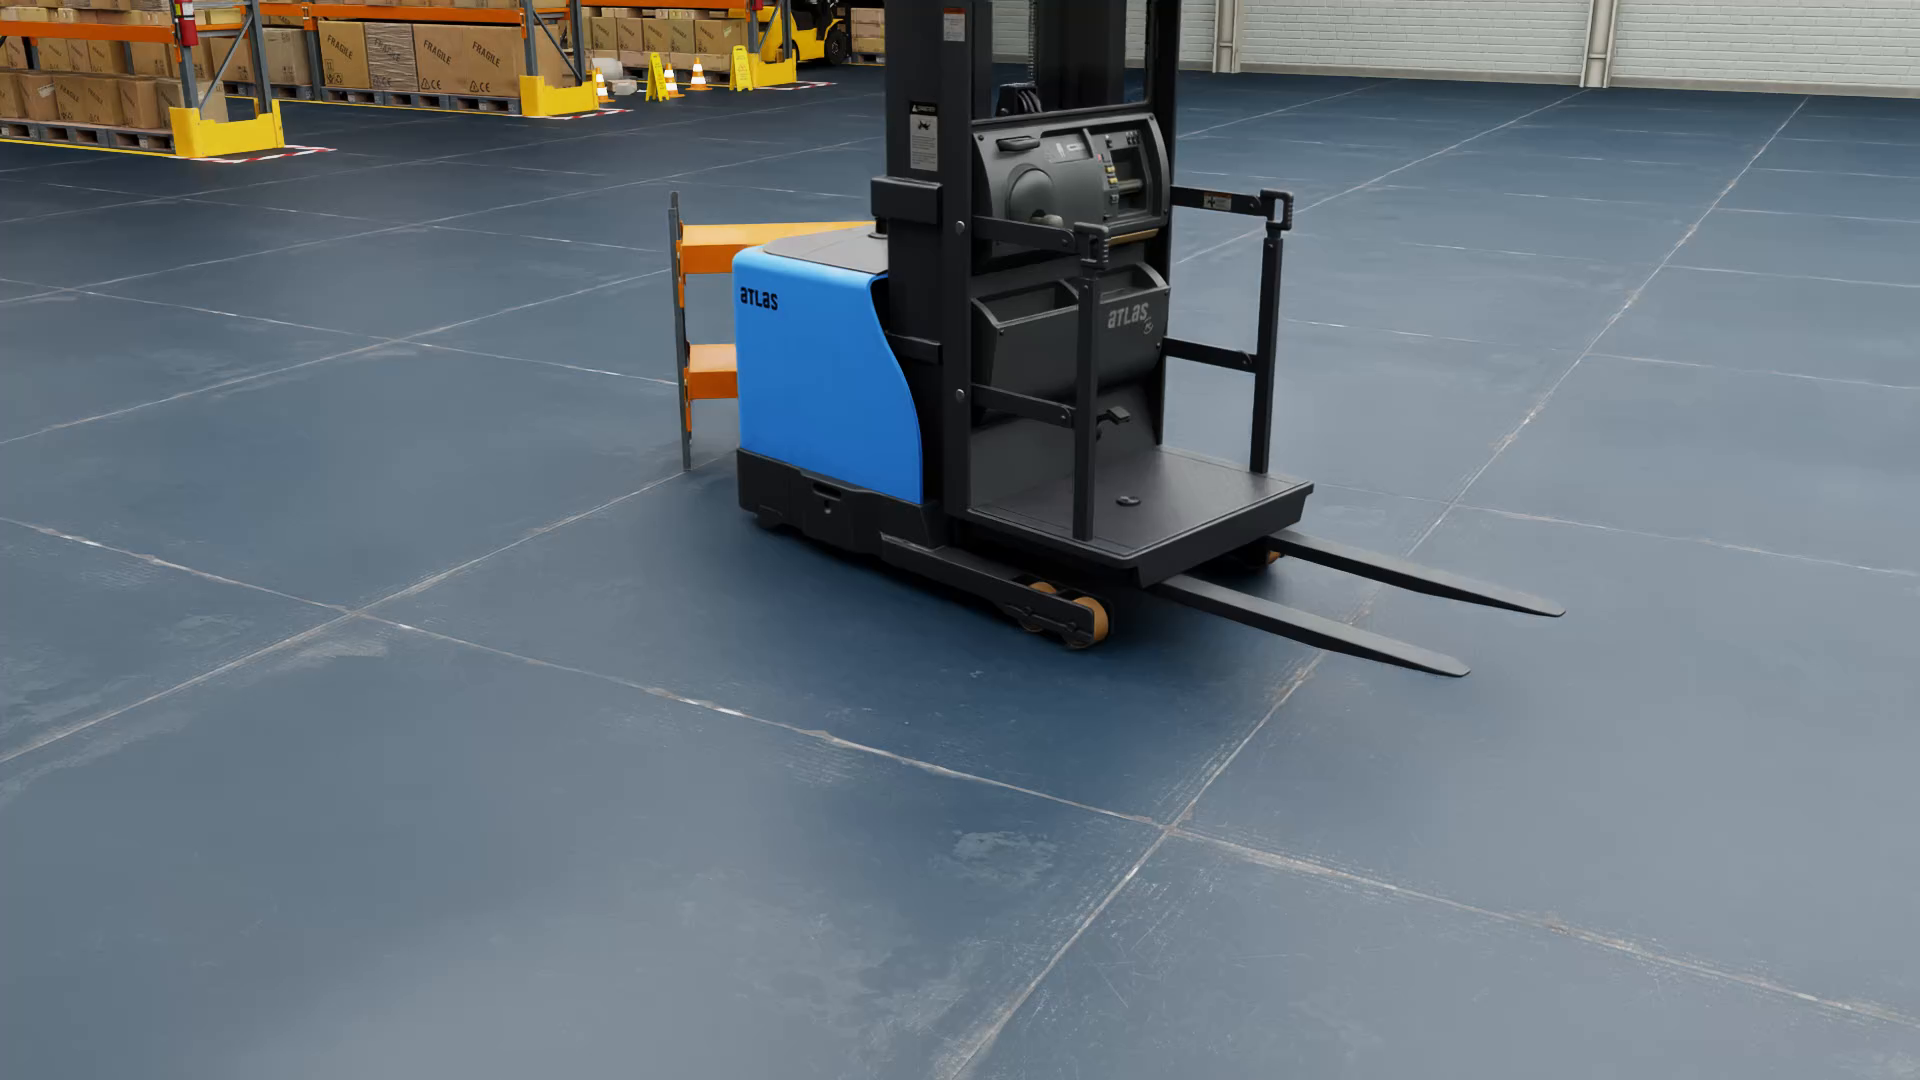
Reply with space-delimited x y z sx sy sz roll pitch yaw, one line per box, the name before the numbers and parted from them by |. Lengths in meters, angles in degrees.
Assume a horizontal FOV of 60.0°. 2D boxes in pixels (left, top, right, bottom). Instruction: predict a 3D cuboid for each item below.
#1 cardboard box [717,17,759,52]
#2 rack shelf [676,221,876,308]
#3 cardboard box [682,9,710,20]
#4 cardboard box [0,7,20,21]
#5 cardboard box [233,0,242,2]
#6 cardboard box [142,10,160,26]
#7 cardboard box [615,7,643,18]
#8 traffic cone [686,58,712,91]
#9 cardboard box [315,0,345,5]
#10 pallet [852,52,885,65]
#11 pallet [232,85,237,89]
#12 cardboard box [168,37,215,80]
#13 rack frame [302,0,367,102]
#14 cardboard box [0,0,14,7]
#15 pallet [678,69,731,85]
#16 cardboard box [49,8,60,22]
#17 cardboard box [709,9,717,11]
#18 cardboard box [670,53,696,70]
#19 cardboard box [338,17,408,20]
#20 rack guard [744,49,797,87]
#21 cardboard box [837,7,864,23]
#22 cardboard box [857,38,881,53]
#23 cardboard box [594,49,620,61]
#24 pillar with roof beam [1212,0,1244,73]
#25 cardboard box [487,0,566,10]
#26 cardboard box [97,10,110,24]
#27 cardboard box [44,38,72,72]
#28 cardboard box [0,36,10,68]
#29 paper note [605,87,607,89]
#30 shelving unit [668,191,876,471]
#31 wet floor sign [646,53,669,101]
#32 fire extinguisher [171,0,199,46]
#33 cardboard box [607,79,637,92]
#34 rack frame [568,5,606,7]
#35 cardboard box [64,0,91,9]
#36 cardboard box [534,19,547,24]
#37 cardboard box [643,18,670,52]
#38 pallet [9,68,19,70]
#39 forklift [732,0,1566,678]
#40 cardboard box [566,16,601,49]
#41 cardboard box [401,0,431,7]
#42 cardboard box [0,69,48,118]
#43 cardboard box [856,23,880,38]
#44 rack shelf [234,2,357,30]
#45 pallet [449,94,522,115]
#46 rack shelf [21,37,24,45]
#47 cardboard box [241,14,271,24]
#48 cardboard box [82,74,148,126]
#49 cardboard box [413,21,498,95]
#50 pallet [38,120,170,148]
cardboard box | -3.532 -8.011 26.368 0.500 0.500 0.500 10 22 26
rack shelf | -0.711 -1.210 7.194 1.000 0.278 0.538 -3 20 -8
cardboard box | -4.121 -8.193 25.917 0.250 0.149 0.380 12 23 29
cardboard box | -10.361 -5.834 18.417 0.250 0.149 0.380 11 23 27
cardboard box | -10.228 -7.931 23.683 0.500 0.500 0.500 11 23 28
cardboard box | -8.342 -5.493 17.478 0.250 0.149 0.380 11 23 27
cardboard box | -5.284 -8.415 26.531 0.250 0.149 0.380 12 23 30
traffic cone | -3.946 -7.029 25.063 0.334 0.463 0.336 11 23 27
cardboard box | -8.431 -7.721 23.032 0.550 0.550 0.875 11 23 27
pallet | -1.212 -8.816 30.359 1.213 0.211 1.003 11 23 27
pallet | -11.600 -6.909 25.103 1.213 0.211 1.003 11 23 27
cardboard box | -10.999 -7.241 24.612 0.750 0.750 1.050 11 23 28
rack frame | -8.759 -7.708 23.217 0.127 3.000 1.000 11 23 27
cardboard box | -10.485 -6.249 18.609 0.500 0.500 0.875 11 23 27
pallet | -3.700 -7.381 26.403 1.213 0.211 1.003 11 23 27
cardboard box | -9.669 -5.732 18.136 0.250 0.149 0.380 11 23 27
cardboard box | -5.151 -9.973 32.326 0.625 0.625 0.875 11 22 27
cardboard box | -4.227 -7.581 26.283 0.500 0.250 0.500 11 23 27
cardboard box | -10.488 -9.202 29.835 0.875 0.875 0.875 11 22 27
rack guard | -3.008 -7.371 25.953 0.348 0.500 1.175 11 23 27
cardboard box | -1.972 -9.535 30.201 0.500 0.250 0.500 11 23 28
cardboard box | -1.518 -8.986 30.156 0.500 0.250 0.500 11 23 27
cardboard box | -5.579 -7.840 26.995 0.500 0.250 0.500 12 23 30
pillar with roof beam | 2.446 -10.937 23.319 0.400 9.000 9.100 11 23 27
cardboard box | -5.613 -7.162 21.490 0.550 0.550 0.875 11 23 27
cardboard box | -8.994 -5.619 17.826 0.250 0.149 0.380 11 23 27
cardboard box | -13.875 -7.598 25.963 0.500 0.500 0.500 10 22 25
cardboard box | -15.228 -7.859 26.683 0.500 0.500 0.500 12 23 29
paper note | -5.406 -6.883 25.312 0.148 0.019 0.142 -16 26 -38
shelving unit | -0.711 -0.935 7.294 1.048 1.125 0.538 -3 20 -8
wet floor sign | -4.276 -6.521 23.396 0.232 0.644 0.267 7 21 18
fire extinguisher | -7.899 -5.391 16.941 0.183 0.674 0.296 11 23 27
cardboard box | -5.070 -6.810 24.921 0.380 0.149 0.250 -11 23 -29
rack frame | -7.508 -11.342 33.235 0.127 3.000 1.000 11 23 27
cardboard box | -9.152 -6.013 17.961 0.500 0.500 0.875 11 23 27
cardboard box | -8.414 -10.457 33.845 0.500 0.500 0.500 10 22 26
cardboard box | -4.663 -8.018 26.388 0.500 0.500 0.500 10 22 26
pallet | -15.063 -7.599 27.004 1.213 0.211 1.003 11 23 27
forklift | 0.542 -1.226 5.446 3.031 2.935 1.130 18 27 41
cardboard box | -6.050 -8.278 27.103 0.500 0.500 0.500 12 23 30
cardboard box | -7.015 -7.453 22.293 0.500 0.550 0.875 11 23 27
cardboard box | -10.937 -5.193 19.331 0.500 0.500 0.500 10 22 26
cardboard box | -1.534 -9.226 30.084 0.500 0.250 0.500 11 22 27
rack shelf | -10.505 -7.703 24.256 4.000 0.370 1.077 11 23 27
pallet | -6.004 -5.842 22.161 1.213 0.211 1.003 11 23 27
rack shelf | -13.013 -6.243 20.232 4.000 0.370 1.077 11 23 27
cardboard box | -12.837 -9.649 31.065 0.875 0.875 0.875 12 23 29
cardboard box | -9.387 -4.914 18.562 0.500 0.500 0.500 13 24 32
cardboard box | -6.661 -6.481 22.332 0.875 0.875 0.875 10 22 26
pallet | -9.594 -4.634 18.831 1.213 0.211 1.003 11 23 27
